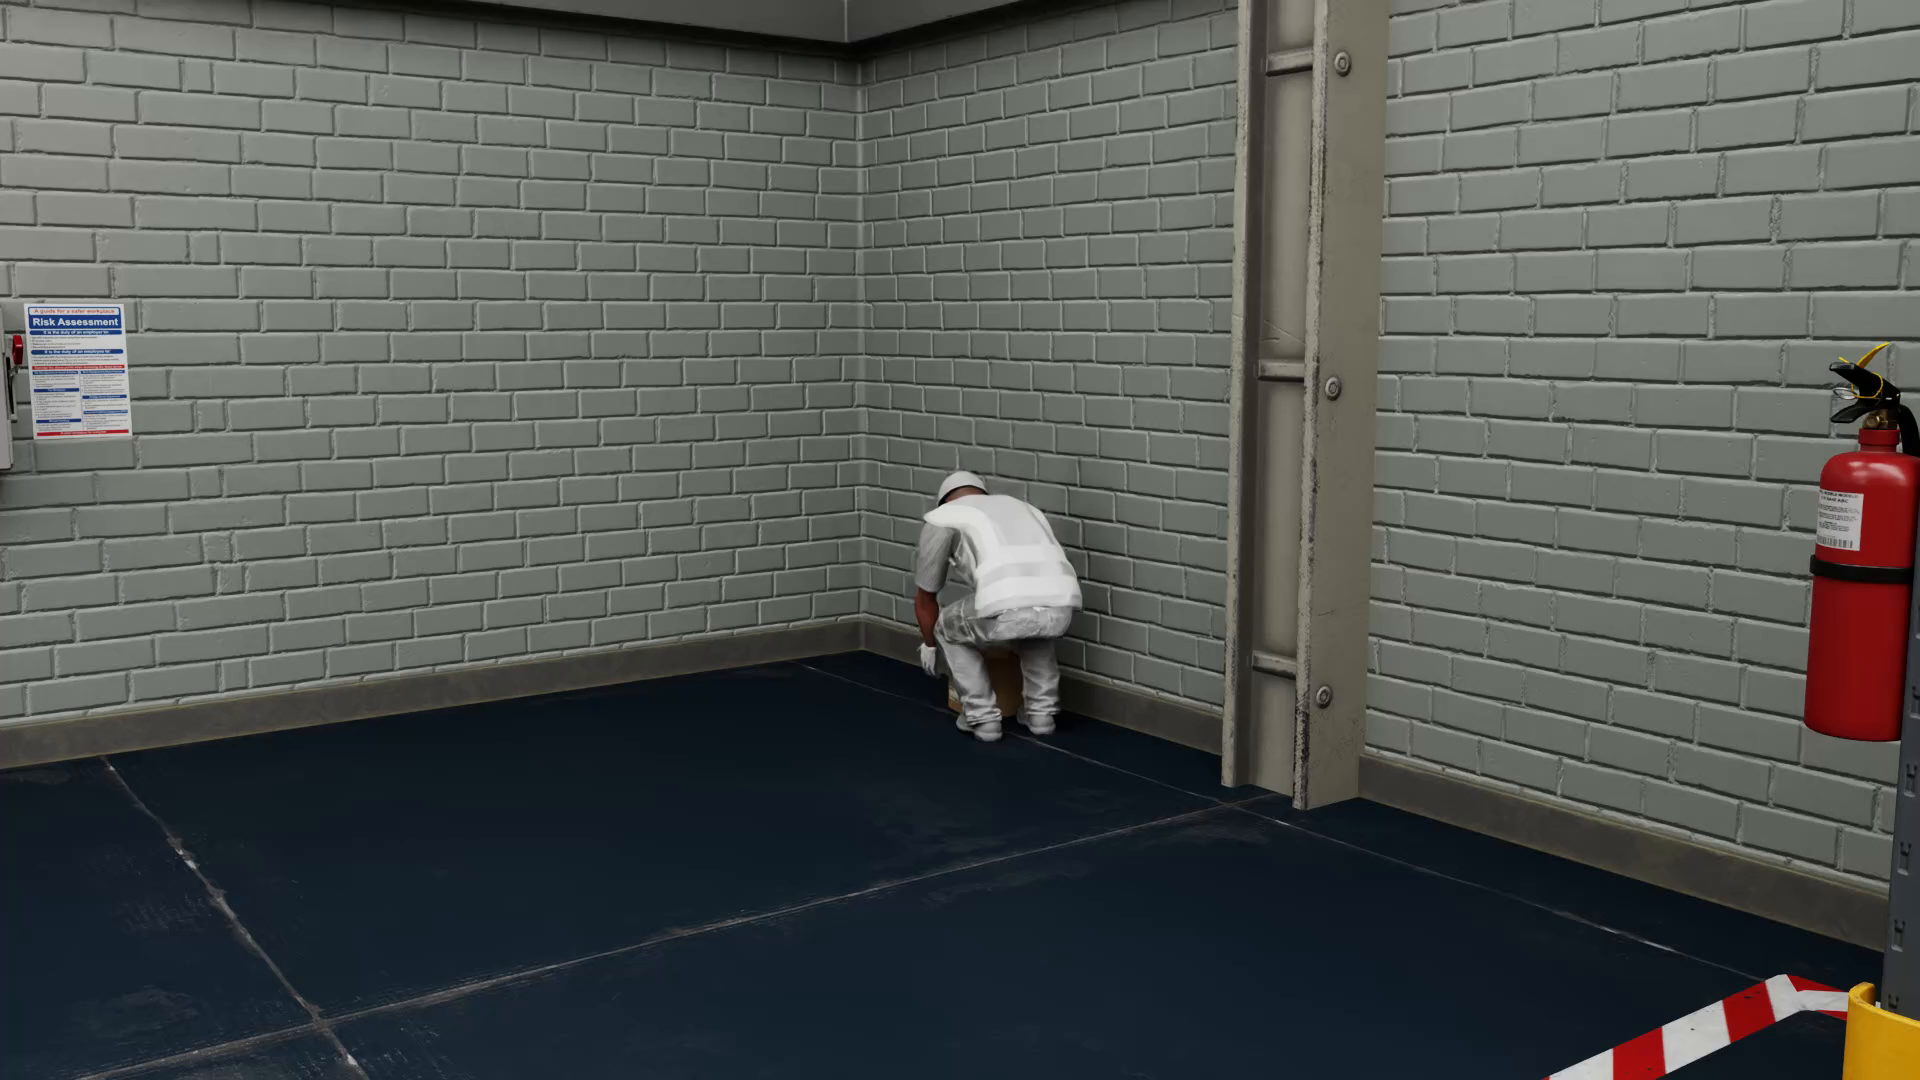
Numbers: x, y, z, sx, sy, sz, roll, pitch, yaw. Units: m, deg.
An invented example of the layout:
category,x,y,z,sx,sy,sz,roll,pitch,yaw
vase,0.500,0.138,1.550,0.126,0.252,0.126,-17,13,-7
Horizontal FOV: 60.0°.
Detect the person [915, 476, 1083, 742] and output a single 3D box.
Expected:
category,x,y,z,sx,sy,sz,roll,pitch,yaw
person,0.134,0.268,6.710,0.572,0.994,0.897,-2,8,-17
